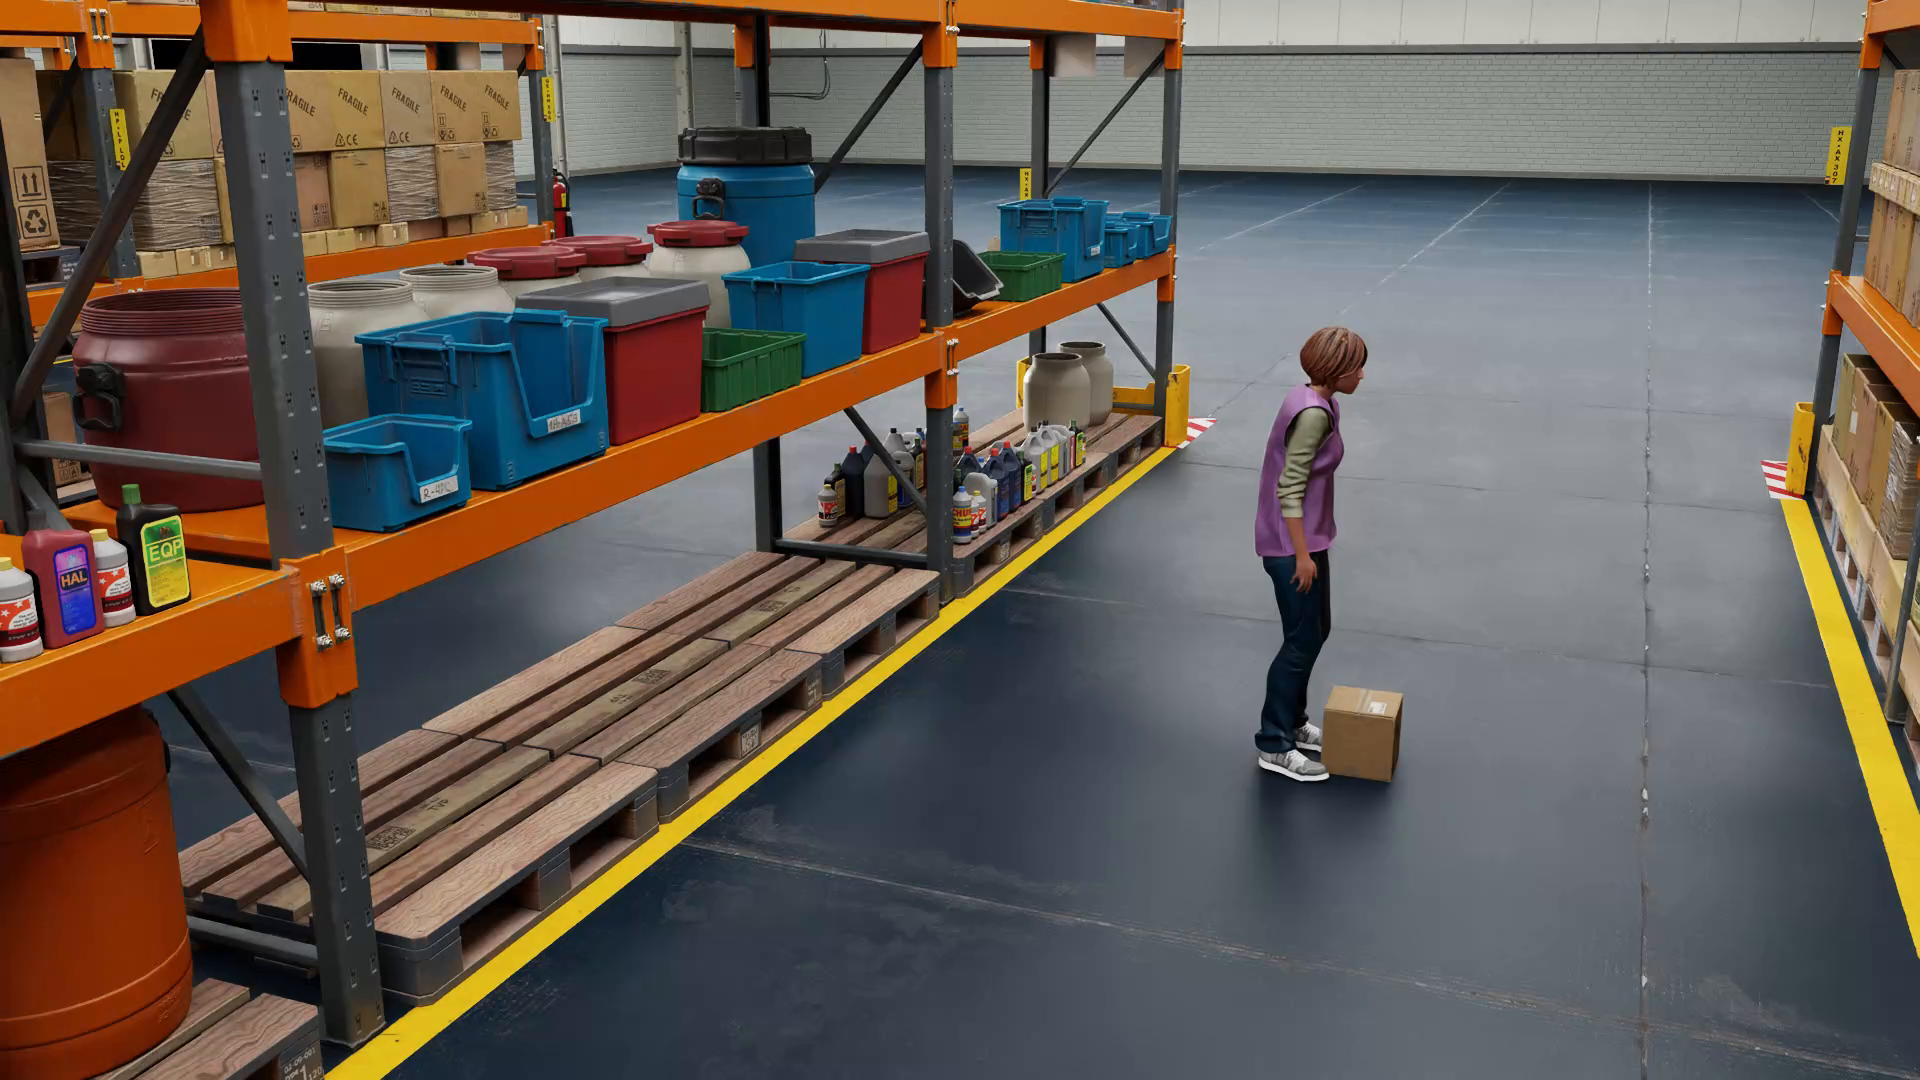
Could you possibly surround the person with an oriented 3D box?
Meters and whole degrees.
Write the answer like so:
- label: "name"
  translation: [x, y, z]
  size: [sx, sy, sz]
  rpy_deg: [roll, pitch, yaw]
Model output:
- label: "person"
  translation: [1.226, 0.033, 5.932]
  size: [0.346, 1.591, 0.475]
  rpy_deg: [5, 16, 18]
